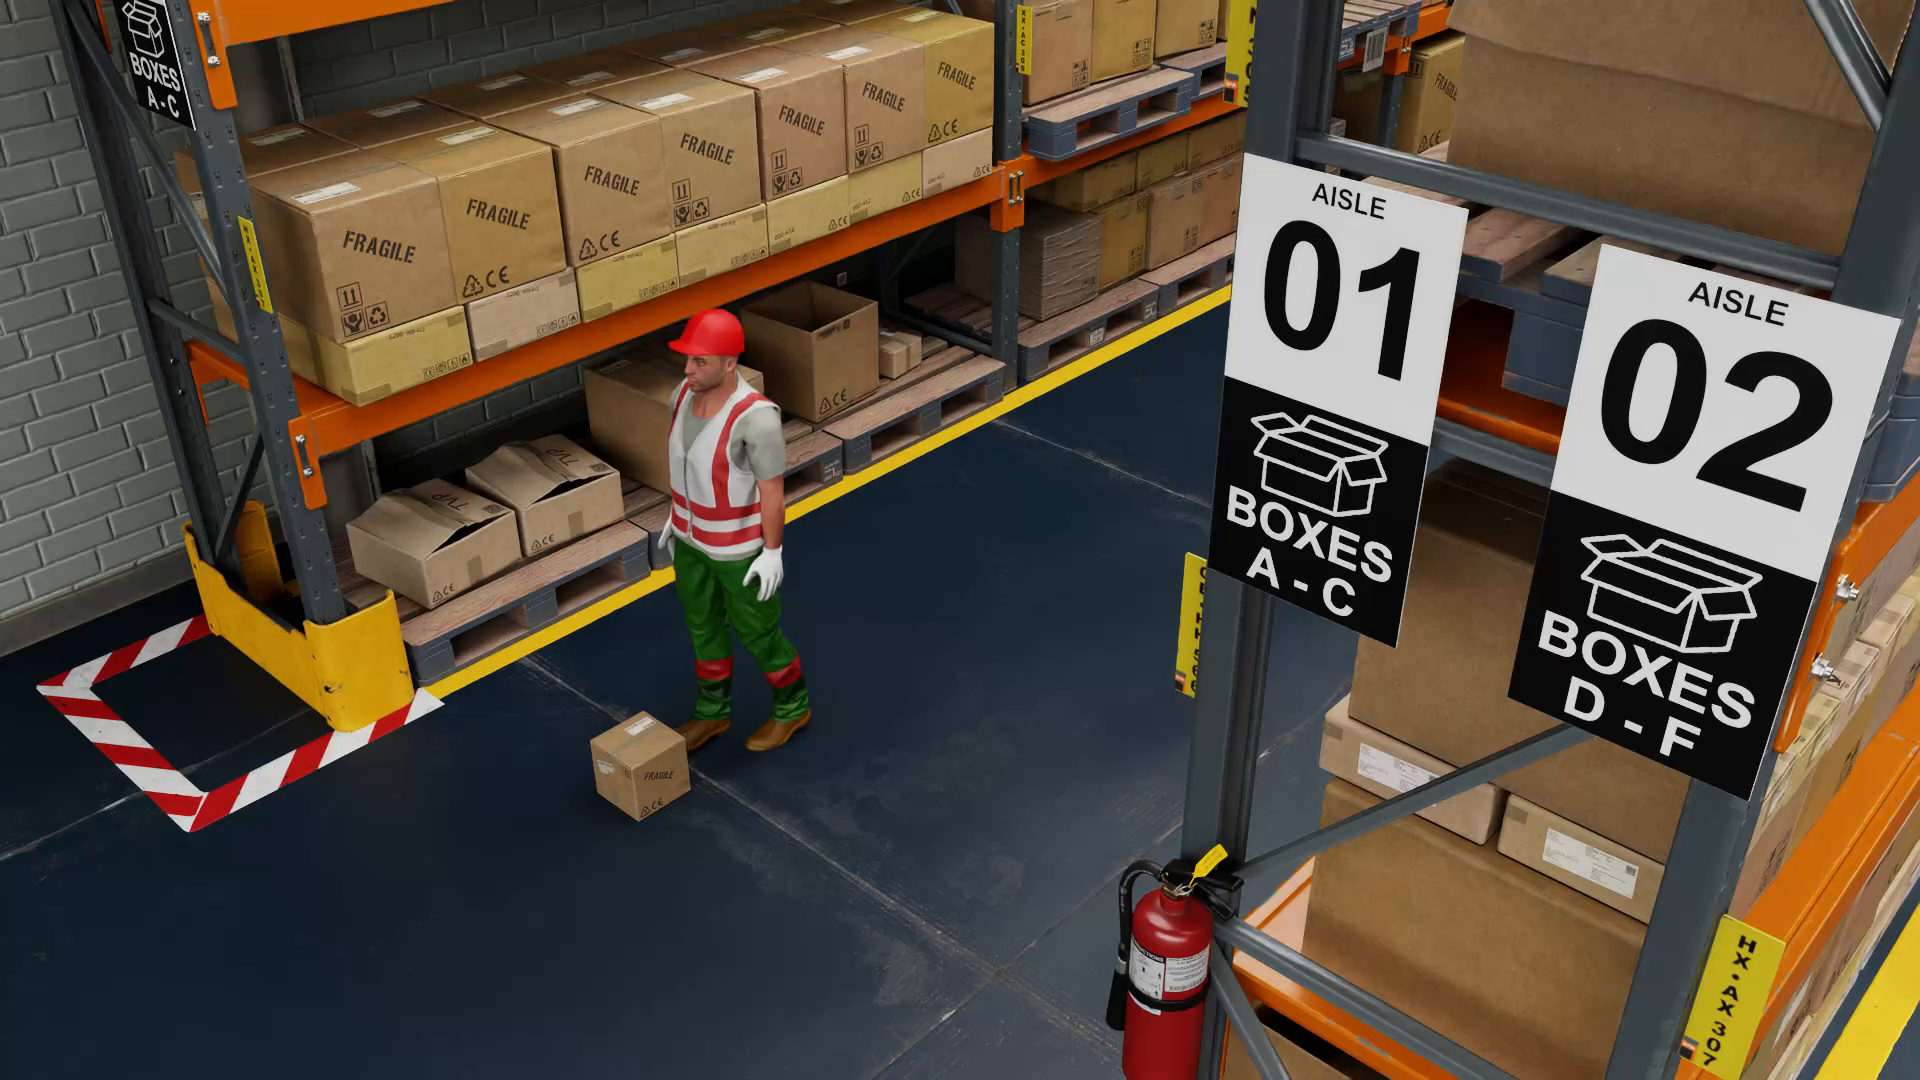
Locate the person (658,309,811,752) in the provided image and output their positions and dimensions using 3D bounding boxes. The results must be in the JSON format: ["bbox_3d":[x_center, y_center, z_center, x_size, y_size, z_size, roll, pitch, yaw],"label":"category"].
[{"bbox_3d":[-0.881,0.014,6.098,0.538,1.813,0.538,25,39,35],"label":"person"}]
